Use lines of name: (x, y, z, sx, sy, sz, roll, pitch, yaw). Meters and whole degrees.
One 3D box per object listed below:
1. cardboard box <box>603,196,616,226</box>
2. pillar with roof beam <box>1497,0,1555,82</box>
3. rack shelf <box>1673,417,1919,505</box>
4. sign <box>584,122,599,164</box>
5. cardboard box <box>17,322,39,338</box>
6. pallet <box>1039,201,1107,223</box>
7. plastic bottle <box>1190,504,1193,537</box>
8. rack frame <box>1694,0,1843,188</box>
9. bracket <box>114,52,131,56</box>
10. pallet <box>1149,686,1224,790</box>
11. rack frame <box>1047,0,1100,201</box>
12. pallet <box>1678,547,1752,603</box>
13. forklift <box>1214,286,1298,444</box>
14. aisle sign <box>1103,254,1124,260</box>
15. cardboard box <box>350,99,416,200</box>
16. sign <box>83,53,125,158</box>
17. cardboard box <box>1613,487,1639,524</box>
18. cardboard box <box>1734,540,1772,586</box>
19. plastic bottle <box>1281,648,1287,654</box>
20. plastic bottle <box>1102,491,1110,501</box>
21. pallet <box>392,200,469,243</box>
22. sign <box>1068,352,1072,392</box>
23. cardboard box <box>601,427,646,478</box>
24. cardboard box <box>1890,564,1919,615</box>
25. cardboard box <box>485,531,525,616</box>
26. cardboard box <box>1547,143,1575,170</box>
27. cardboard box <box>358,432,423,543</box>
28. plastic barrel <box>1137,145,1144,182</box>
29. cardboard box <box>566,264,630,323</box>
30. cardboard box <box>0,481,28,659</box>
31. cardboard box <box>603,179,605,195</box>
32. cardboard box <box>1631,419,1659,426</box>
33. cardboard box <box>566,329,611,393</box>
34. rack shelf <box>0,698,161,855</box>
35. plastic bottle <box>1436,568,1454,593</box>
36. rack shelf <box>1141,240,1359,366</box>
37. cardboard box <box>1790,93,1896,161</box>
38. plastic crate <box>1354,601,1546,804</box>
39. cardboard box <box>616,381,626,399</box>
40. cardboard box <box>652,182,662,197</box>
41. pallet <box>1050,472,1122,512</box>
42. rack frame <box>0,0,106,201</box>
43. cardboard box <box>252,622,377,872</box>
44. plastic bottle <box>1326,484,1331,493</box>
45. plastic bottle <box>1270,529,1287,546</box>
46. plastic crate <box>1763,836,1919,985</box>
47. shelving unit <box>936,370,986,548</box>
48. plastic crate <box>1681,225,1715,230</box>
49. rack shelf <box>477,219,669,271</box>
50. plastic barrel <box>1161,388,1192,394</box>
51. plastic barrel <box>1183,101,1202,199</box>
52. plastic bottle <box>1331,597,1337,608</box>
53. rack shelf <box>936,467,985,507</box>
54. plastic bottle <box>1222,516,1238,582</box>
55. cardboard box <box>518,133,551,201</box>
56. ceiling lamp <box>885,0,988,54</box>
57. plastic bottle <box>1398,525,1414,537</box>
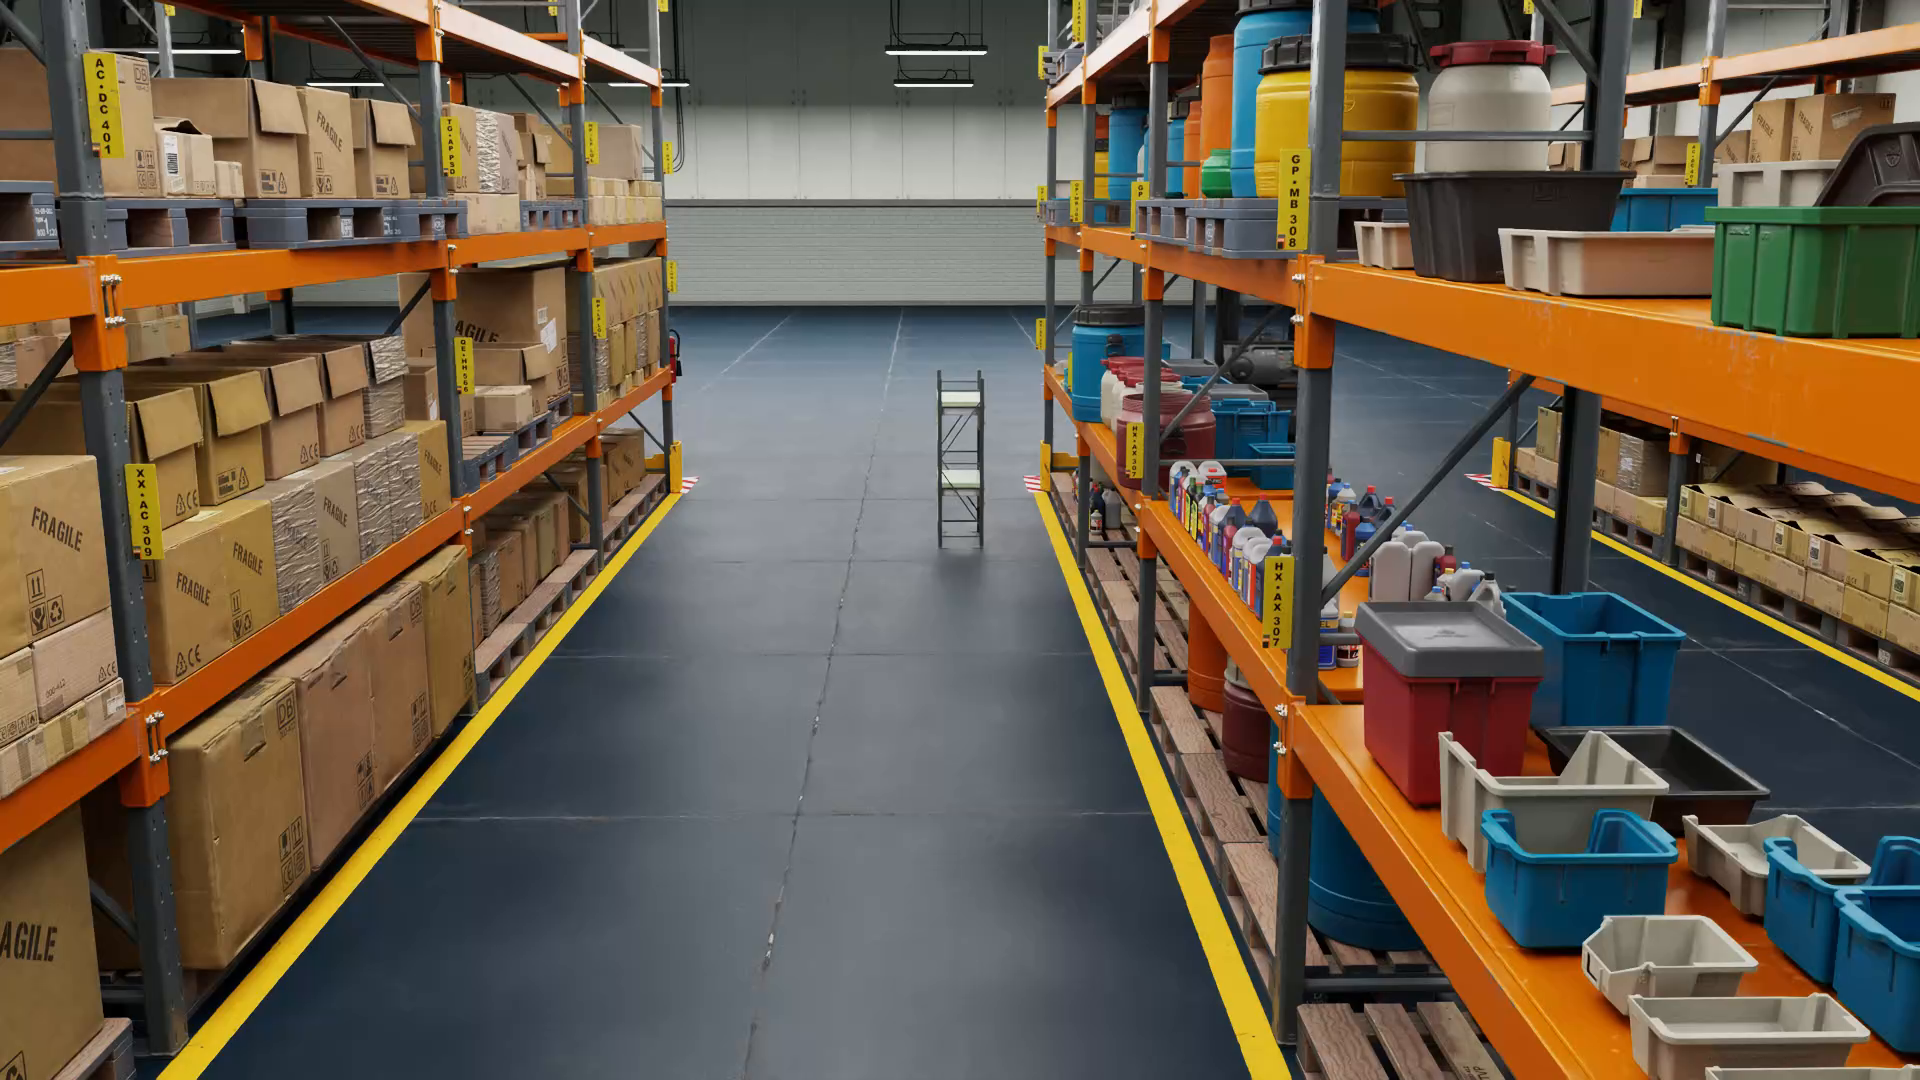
cardboard box: (-3.237, -2.811, 14.204, 0.500, 0.250, 0.500, 0, 11, -2)
pillar with roof beam: (7.510, -8.440, 34.028, 9.100, 9.000, 0.548, 0, 11, -1)
rack shelf: (6.478, -0.509, 11.832, 1.077, 0.370, 4.000, 0, 11, -1)
sign: (-2.913, -3.138, 13.149, 0.100, 0.325, 0.005, 0, 11, -1)
cardboard box: (-8.530, -2.004, 14.298, 0.875, 0.550, 0.550, 0, 11, -1)
pallet: (1.321, -3.247, 16.450, 1.003, 0.211, 1.213, 0, 11, -1)
plastic bottle: (1.240, -0.118, 8.595, 0.097, 0.201, 0.097, 0, 11, 0)
rack frame: (6.436, -4.199, 13.123, 1.000, 3.000, 0.127, 0, 11, -1)
bracket: (-19.440, -11.204, 38.599, 0.235, 0.232, 0.430, 0, 11, -1)
pallet: (1.625, 1.079, 9.209, 1.003, 0.211, 1.213, 0, 11, -1)
rack frame: (1.401, -4.974, 16.946, 1.000, 3.000, 0.127, 0, 11, -1)
pallet: (6.491, 0.254, 13.276, 1.003, 0.211, 1.213, 0, 11, -1)
forklift: (3.124, -1.806, 16.589, 1.130, 2.935, 3.031, 0, 11, -1)
aisle sign: (1.697, -3.324, 17.361, 0.394, 0.787, 0.004, 0, 11, -1)
cardboard box: (-3.301, -2.029, 8.657, 0.797, 0.503, 0.637, 0, 11, 2)
sign: (-2.748, -1.393, 5.340, 0.100, 0.325, 0.005, 0, 11, -1)
cardboard box: (6.208, -0.308, 14.892, 0.500, 0.250, 0.500, 0, 11, -1)
cardboard box: (6.220, 0.169, 12.543, 0.500, 0.250, 0.500, -1, 11, -3)
plastic bottle: (1.268, 0.285, 6.402, 0.061, 0.283, 0.133, 0, 11, -1)
plastic bottle: (1.326, -0.291, 14.691, 0.152, 0.276, 0.135, 0, 11, -1)
pallet: (-3.319, -1.673, 8.694, 1.213, 0.211, 1.003, 0, 11, 1)
sign: (0.934, -1.375, 13.595, 0.100, 0.325, 0.005, 0, 11, -1)
cardboard box: (-3.554, -0.871, 17.037, 0.500, 0.500, 0.500, 2, 12, 9)
cardboard box: (6.262, 0.300, 10.485, 0.500, 0.311, 0.500, 0, 11, 0)
cardboard box: (-3.462, 0.230, 11.563, 0.700, 0.500, 0.500, 1, 11, 4)
cardboard box: (6.361, -3.735, 16.712, 0.797, 0.503, 0.637, 1, 11, 3)
cardboard box: (-3.123, -0.277, 8.627, 0.500, 0.500, 0.500, 0, 11, -2)
plastic barrel: (1.672, -3.056, 13.698, 0.421, 0.512, 0.421, 0, 11, 0)
cardboard box: (-3.245, -2.193, 14.810, 0.500, 0.500, 0.500, 0, 11, -1)
cardboard box: (-3.019, 0.121, 4.659, 0.500, 0.500, 0.500, 0, 11, -1)
cardboard box: (-3.273, -3.032, 14.290, 0.380, 0.149, 0.250, 0, 11, 1)
cardboard box: (6.707, -0.876, 15.807, 0.500, 0.500, 0.500, 0, 11, -1)
cardboard box: (-3.415, -1.503, 13.926, 0.875, 0.500, 0.500, 0, 11, -1)
rack shelf: (-3.261, 1.121, 3.796, 1.077, 0.370, 4.000, 0, 11, -1)
plastic bottle: (2.034, 0.220, 6.929, 0.097, 0.201, 0.097, 0, 11, 0)
rack shelf: (1.608, -1.164, 7.518, 1.077, 0.370, 4.000, 0, 11, -1)
cardboard box: (6.445, -2.993, 12.158, 0.500, 0.500, 0.500, 1, 12, 4)
plastic crate: (1.417, 0.469, 4.892, 0.402, 0.464, 0.583, 0, 11, -1)
cardboard box: (-3.175, -1.339, 14.745, 0.380, 0.149, 0.250, 0, 11, -1)
cardboard box: (-3.233, -3.552, 16.854, 0.380, 0.149, 0.250, 0, 11, -1)
pallet: (1.461, -0.491, 16.950, 1.003, 0.211, 1.213, 0, 11, -1)
rack frame: (-3.303, -2.569, 5.088, 1.000, 3.000, 0.127, 0, 11, -1)
cardboard box: (-3.355, 0.902, 7.356, 1.225, 0.875, 0.875, -1, 11, -3)
plastic bottle: (1.991, -0.199, 8.996, 0.097, 0.201, 0.097, 0, 11, 0)
plastic bottle: (1.417, 0.087, 7.409, 0.097, 0.271, 0.097, 0, 11, 0)
plastic crate: (2.023, 0.827, 3.709, 0.416, 0.233, 0.300, 0, 11, -1)
shelving unit: (0.000, -0.736, 14.917, 0.431, 1.500, 0.755, 0, 11, -1)
plastic crate: (2.056, -0.739, 4.274, 0.293, 0.136, 0.466, 0, 11, -1)
rack shelf: (-3.509, -2.734, 15.256, 1.077, 0.370, 4.000, 0, 11, -1)
plastic barrel: (1.332, -0.703, 10.696, 0.421, 0.512, 0.421, 0, 11, 0)
plastic barrel: (1.753, -2.419, 10.813, 0.600, 0.830, 0.708, 0, 11, -1)
plastic bottle: (1.435, 0.295, 6.563, 0.097, 0.201, 0.097, 0, 11, 0)
rack shelf: (0.000, -0.417, 14.981, 0.431, 0.370, 0.720, 0, 11, -1)
plastic bottle: (1.242, 0.040, 7.613, 0.061, 0.283, 0.133, 0, 11, -1)
cardboard box: (-3.557, -2.852, 12.710, 0.797, 0.503, 0.637, -1, 11, -4)
ceiling lamp: (-0.464, -11.074, 32.331, 2.000, 3.185, 0.800, 0, 11, -1)
plastic bottle: (2.022, 0.067, 7.507, 0.097, 0.271, 0.097, 0, 11, 0)
